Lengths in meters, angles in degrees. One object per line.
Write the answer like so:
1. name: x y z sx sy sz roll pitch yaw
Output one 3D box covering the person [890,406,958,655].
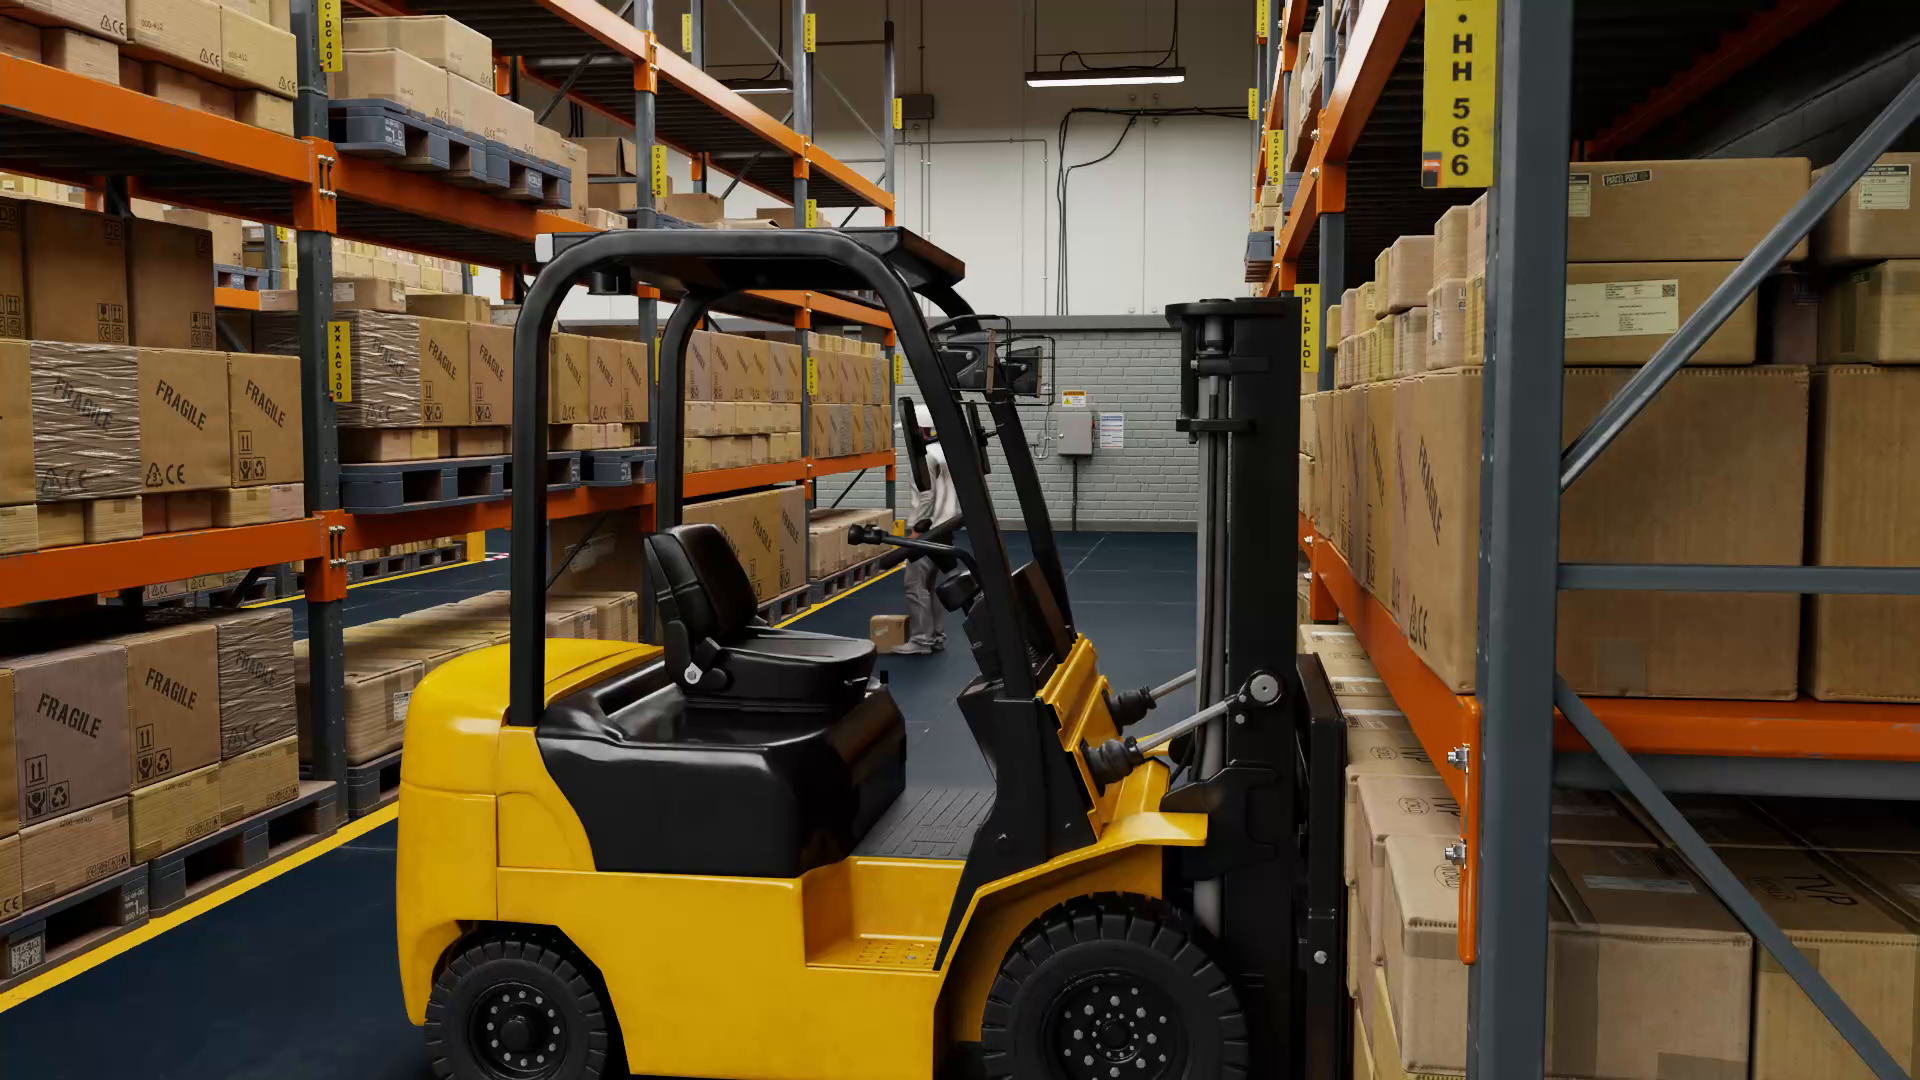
1. person: -0.250 -0.074 11.913 0.474 1.771 0.572 1 4 7
